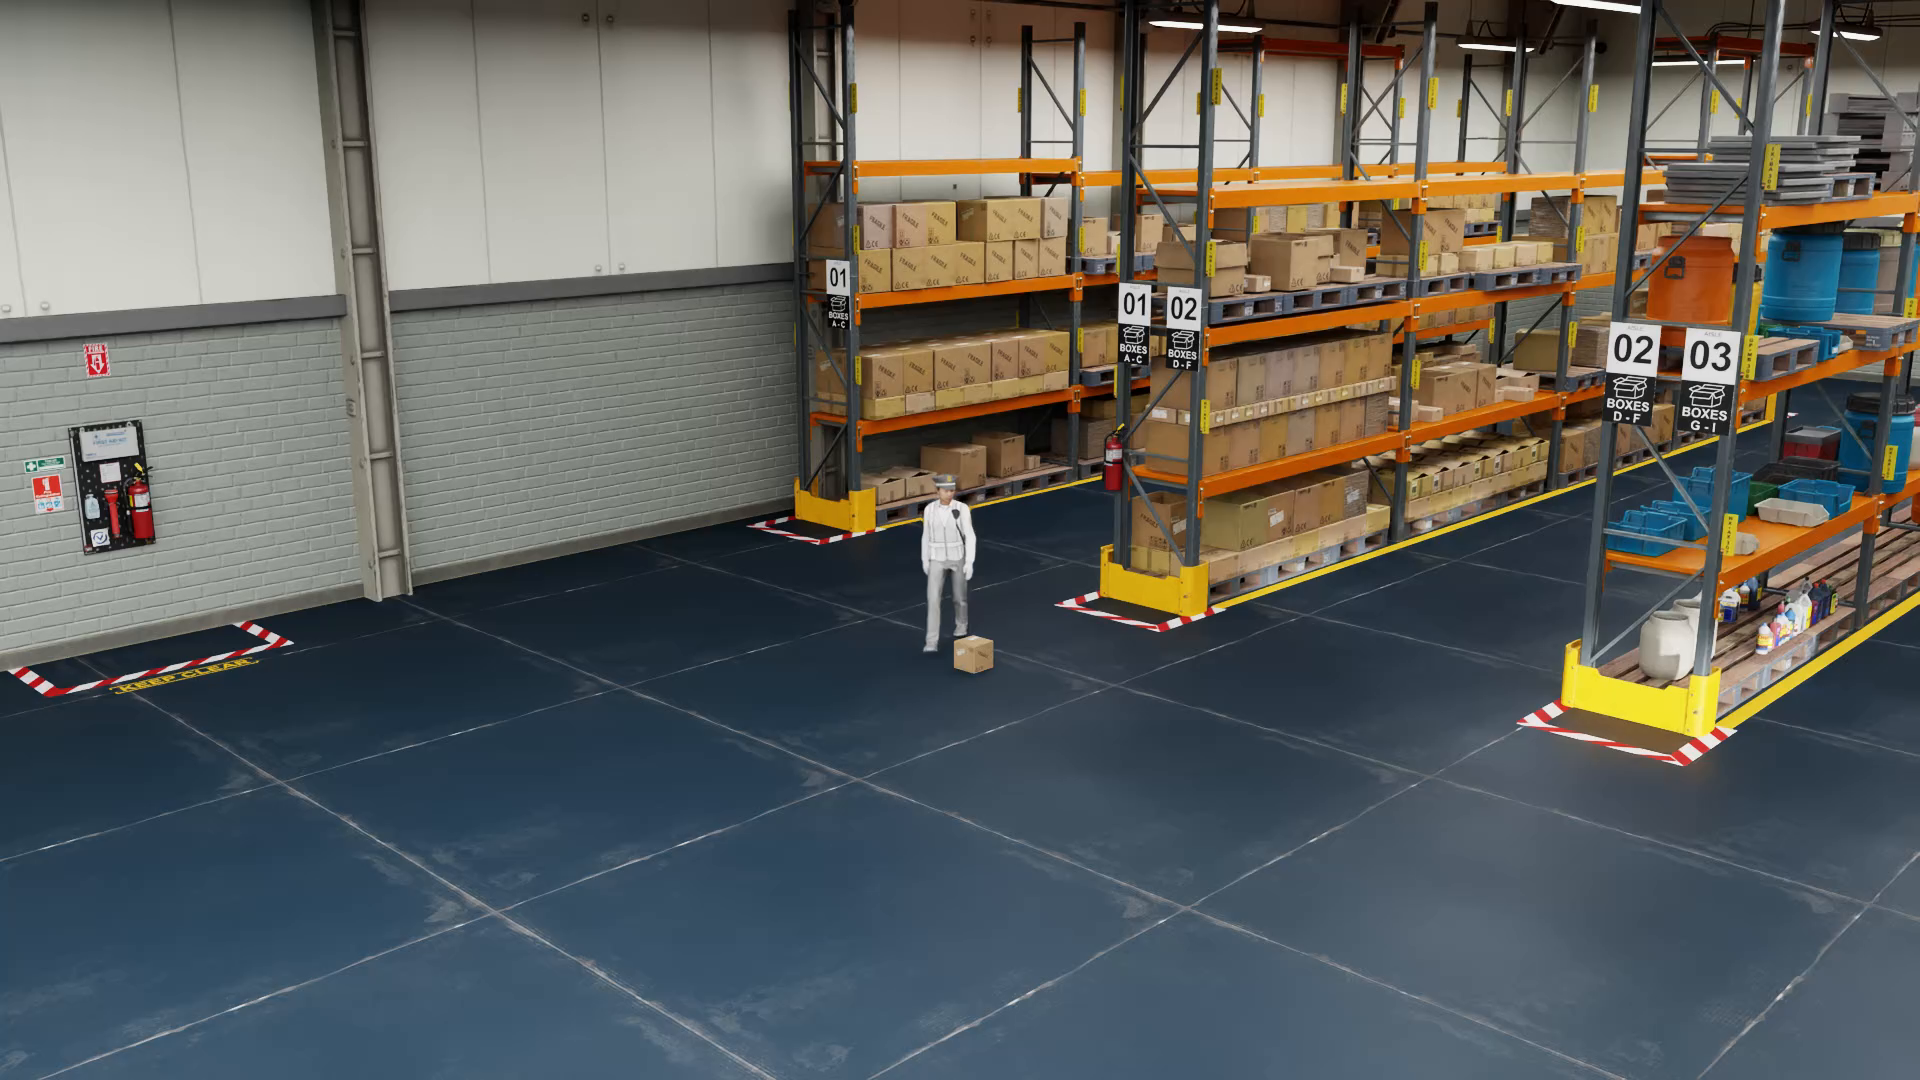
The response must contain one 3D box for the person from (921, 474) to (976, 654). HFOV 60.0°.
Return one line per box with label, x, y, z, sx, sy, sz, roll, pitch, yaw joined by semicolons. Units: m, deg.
person;-0.111;0.198;15.188;0.514;1.607;1.005;1;14;3
